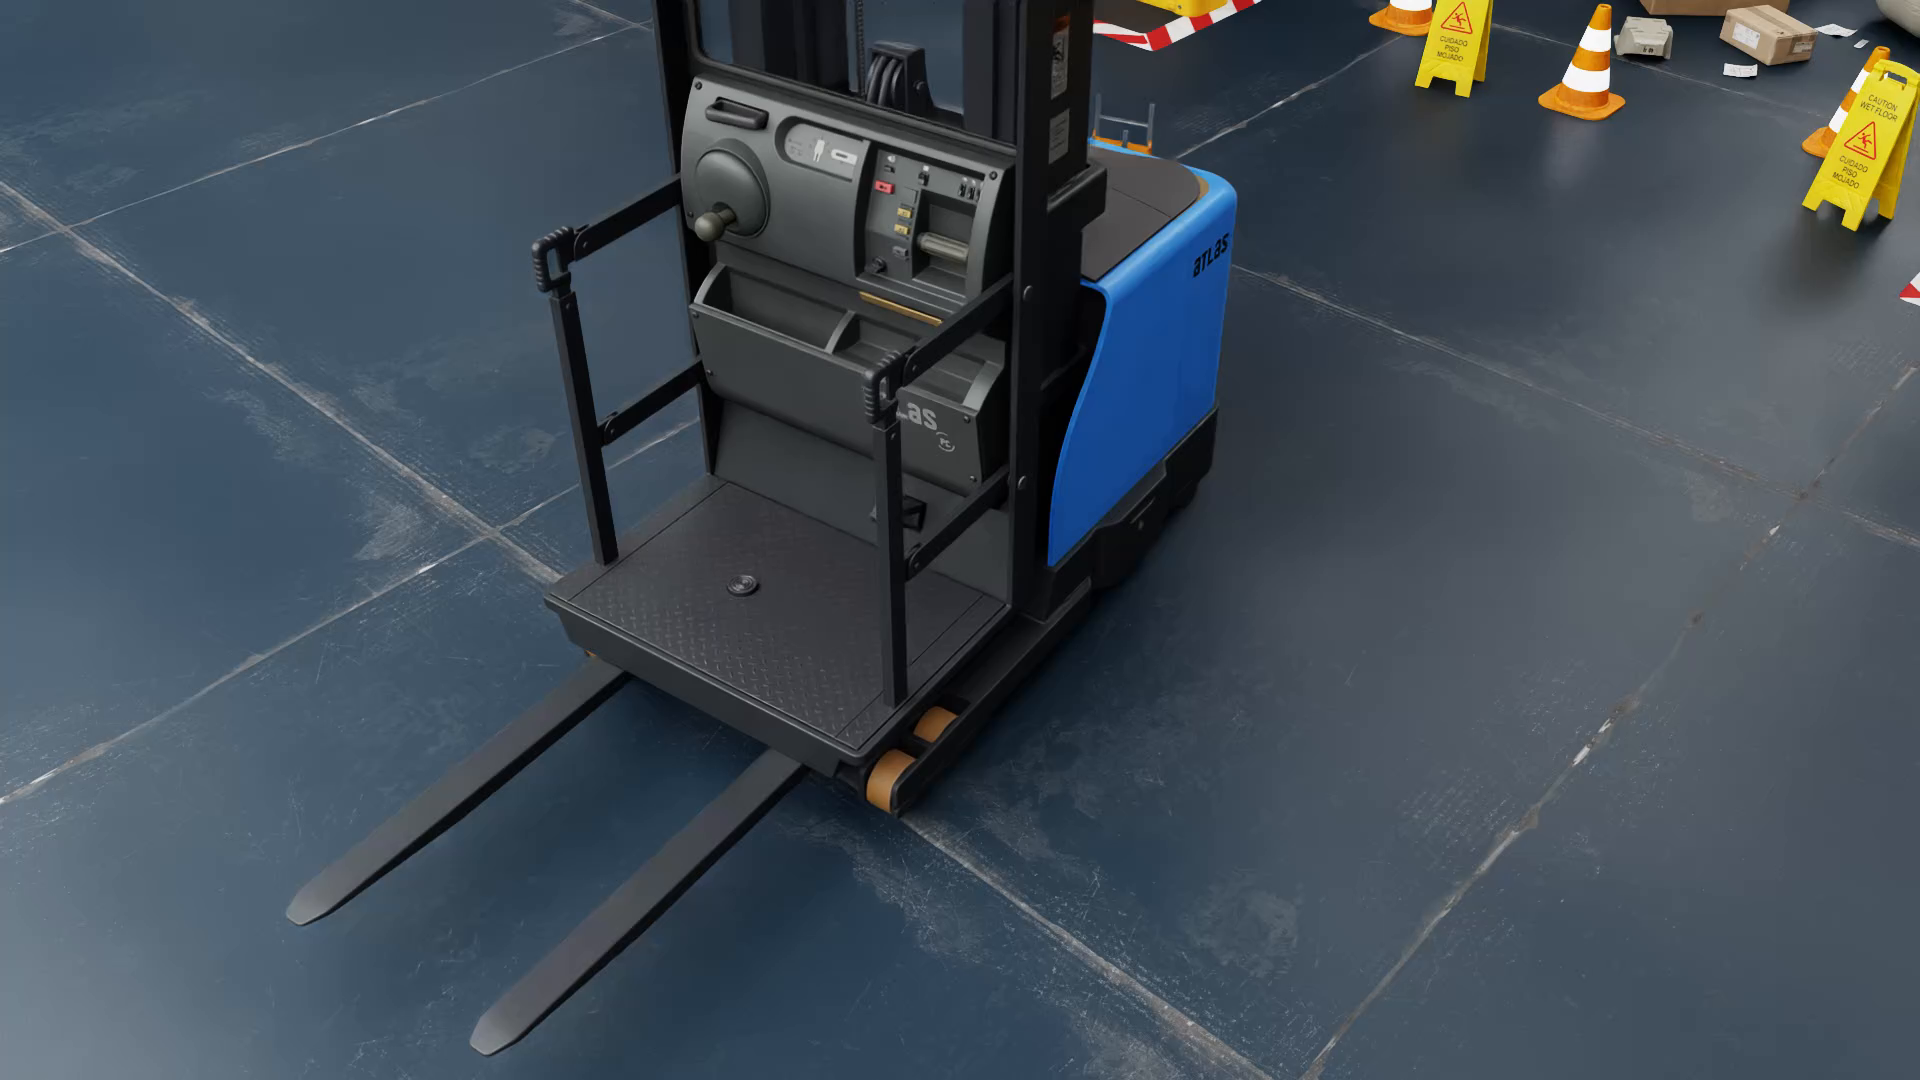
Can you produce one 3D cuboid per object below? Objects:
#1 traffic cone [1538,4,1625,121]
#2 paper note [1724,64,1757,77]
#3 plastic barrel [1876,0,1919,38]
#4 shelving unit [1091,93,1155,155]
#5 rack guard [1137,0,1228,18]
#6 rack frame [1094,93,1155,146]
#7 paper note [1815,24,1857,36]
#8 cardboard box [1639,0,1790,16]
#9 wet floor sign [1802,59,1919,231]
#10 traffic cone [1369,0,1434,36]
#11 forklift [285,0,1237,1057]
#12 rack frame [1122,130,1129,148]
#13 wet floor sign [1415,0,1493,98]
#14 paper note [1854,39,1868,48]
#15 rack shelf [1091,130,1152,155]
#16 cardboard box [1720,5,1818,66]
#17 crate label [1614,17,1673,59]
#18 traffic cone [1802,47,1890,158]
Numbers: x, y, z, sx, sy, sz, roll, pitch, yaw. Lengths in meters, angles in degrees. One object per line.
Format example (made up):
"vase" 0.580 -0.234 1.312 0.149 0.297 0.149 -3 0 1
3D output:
"traffic cone" 2.931 -2.244 7.700 0.336 0.463 0.334 30 47 32
"paper note" 3.810 -2.296 8.113 0.148 0.019 0.142 14 41 17
"plastic barrel" 4.918 -2.764 8.386 0.421 0.421 0.512 -5 39 -6
"shelving unit" 0.472 -0.929 5.567 0.215 1.050 0.252 16 39 19
"rack guard" 0.904 -3.231 8.911 1.175 0.500 0.348 30 47 32
"rack frame" 0.524 -0.994 5.656 0.200 1.050 0.008 16 39 19
"paper note" 4.494 -2.619 8.528 0.142 0.019 0.148 -18 42 -21
"cardboard box" 3.958 -3.081 8.720 0.797 0.503 0.637 2 39 2
"wet floor sign" 3.724 -1.628 6.779 0.232 0.644 0.267 -18 42 -21
"traffic cone" 2.326 -2.875 8.494 0.336 0.463 0.334 30 47 32
"forklift" -0.420 -0.774 3.868 1.130 2.935 3.031 23 44 26
"rack frame" 0.421 -0.865 5.477 0.200 1.050 0.008 16 39 19
"wet floor sign" 2.362 -2.454 7.817 0.267 0.644 0.232 22 43 25
"paper note" 4.549 -2.504 8.391 0.032 0.001 0.123 30 47 32
"rack shelf" 0.477 -1.150 5.405 0.215 0.259 0.240 16 39 19
"cardboard box" 4.035 -2.522 8.302 0.250 0.149 0.380 -11 40 -14
"crate label" 3.416 -2.504 8.289 0.250 0.136 0.298 8 39 10
"traffic cone" 3.980 -1.934 7.311 0.336 0.463 0.334 30 47 32
